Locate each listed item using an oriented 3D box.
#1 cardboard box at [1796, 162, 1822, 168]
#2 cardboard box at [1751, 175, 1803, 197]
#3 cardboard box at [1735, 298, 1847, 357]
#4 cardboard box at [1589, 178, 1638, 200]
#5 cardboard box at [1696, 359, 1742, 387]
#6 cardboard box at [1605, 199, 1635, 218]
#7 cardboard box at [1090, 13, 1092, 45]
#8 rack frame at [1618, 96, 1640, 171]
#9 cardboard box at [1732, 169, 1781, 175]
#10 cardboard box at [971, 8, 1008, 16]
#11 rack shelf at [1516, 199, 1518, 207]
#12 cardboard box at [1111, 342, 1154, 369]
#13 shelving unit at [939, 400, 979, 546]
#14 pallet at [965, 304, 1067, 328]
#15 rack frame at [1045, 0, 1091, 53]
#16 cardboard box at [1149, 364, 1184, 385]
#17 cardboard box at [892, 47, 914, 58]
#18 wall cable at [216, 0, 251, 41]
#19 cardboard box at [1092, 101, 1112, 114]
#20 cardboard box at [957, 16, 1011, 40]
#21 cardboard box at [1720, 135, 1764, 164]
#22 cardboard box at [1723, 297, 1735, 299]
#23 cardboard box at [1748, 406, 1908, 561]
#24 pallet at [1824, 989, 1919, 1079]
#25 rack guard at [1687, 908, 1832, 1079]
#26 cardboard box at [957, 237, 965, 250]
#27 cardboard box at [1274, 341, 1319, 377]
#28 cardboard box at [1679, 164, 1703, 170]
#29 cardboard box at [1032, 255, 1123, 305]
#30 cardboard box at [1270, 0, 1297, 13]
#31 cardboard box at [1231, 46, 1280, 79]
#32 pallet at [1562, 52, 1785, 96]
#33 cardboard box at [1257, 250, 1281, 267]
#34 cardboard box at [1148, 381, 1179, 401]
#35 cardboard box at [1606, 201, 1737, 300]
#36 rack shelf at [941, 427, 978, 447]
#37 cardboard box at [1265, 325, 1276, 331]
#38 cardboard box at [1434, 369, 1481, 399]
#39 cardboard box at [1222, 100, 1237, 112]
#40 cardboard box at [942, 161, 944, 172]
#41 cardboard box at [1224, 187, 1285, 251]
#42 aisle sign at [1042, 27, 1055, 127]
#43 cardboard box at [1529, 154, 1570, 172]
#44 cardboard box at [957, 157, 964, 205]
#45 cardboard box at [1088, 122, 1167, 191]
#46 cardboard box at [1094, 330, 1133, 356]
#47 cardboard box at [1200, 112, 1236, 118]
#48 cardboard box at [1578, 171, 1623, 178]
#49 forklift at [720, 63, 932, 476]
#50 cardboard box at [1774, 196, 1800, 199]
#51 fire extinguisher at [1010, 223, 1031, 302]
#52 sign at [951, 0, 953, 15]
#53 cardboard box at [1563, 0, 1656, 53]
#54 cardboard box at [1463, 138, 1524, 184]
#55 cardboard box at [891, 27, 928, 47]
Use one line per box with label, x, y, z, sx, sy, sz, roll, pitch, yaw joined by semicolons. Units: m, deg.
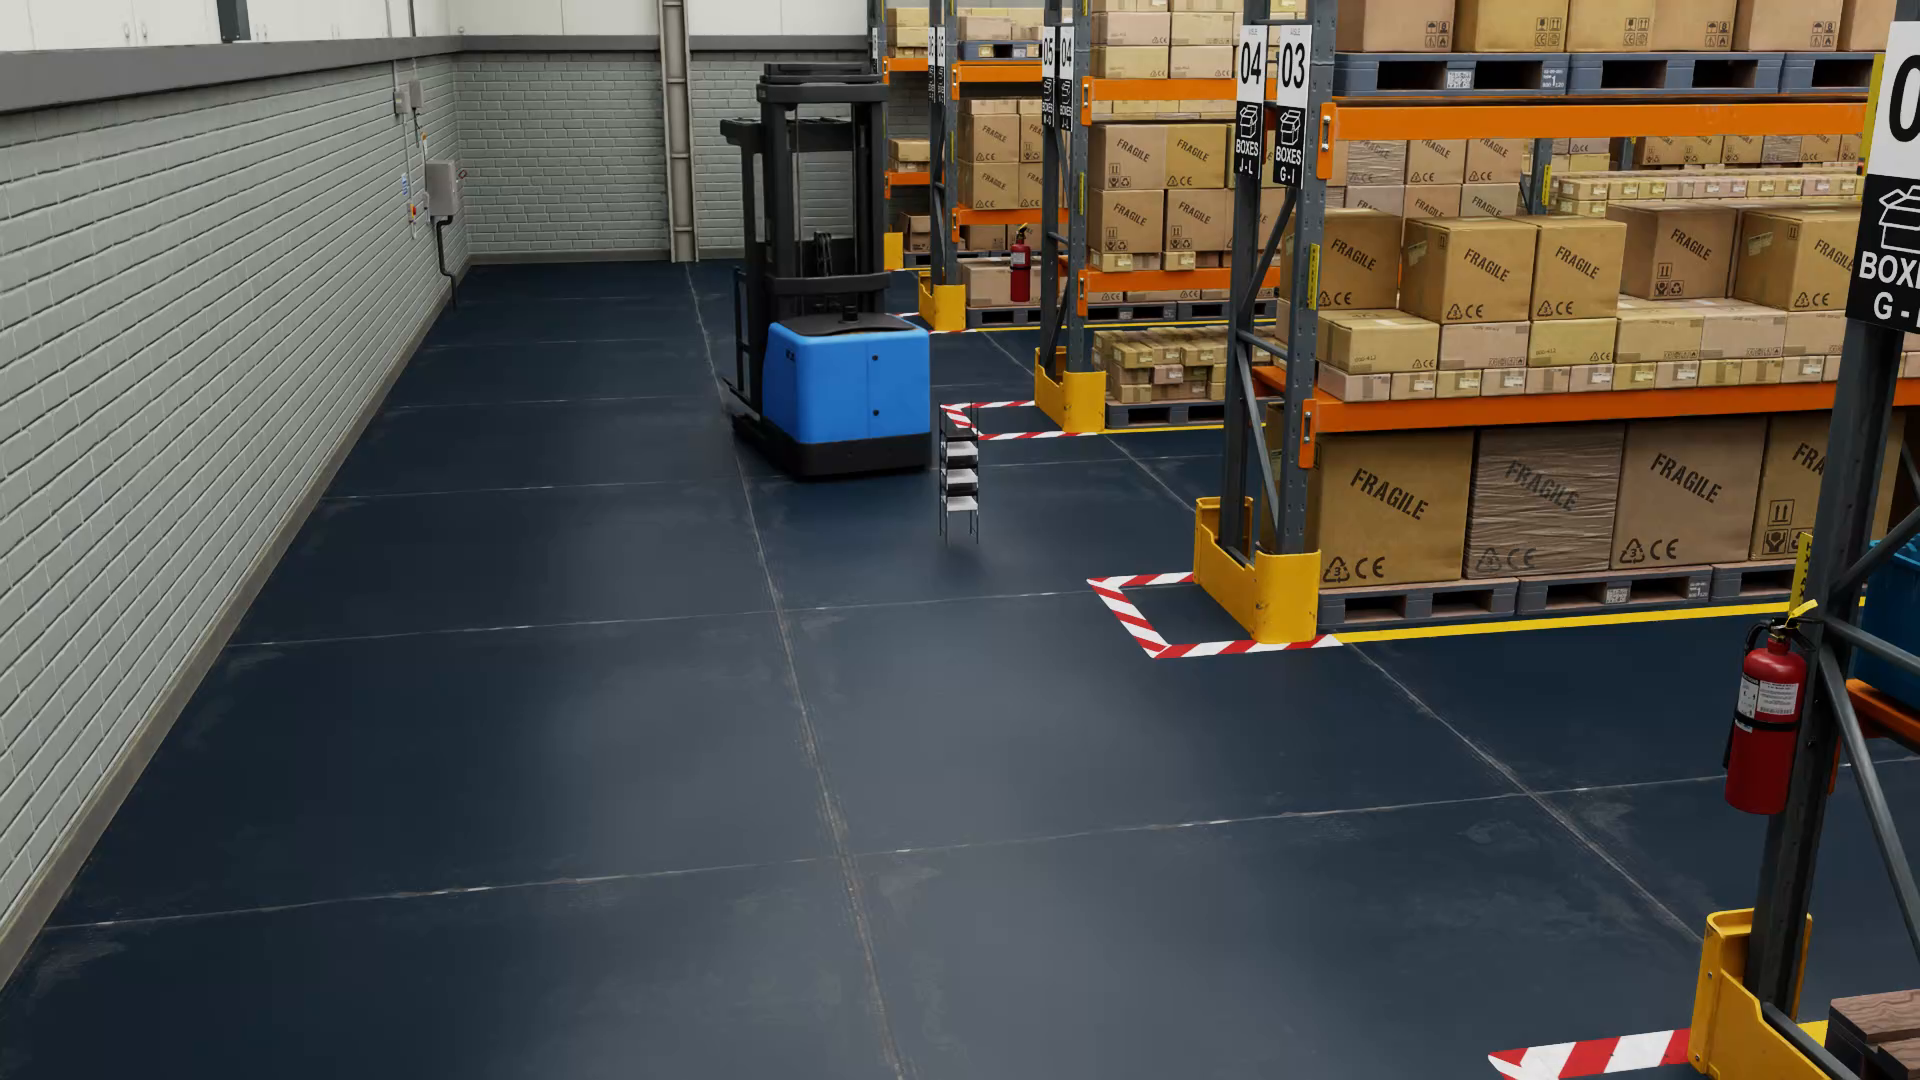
cardboard box;10.140;-4.491;20.039;0.250;0.149;0.380;-3;17;-10
cardboard box;7.044;-3.062;14.371;0.250;0.149;0.380;-2;17;-8
cardboard box;4.731;-1.210;9.391;0.500;0.250;0.500;-3;17;-9
cardboard box;5.527;-2.976;14.093;0.250;0.149;0.380;-3;17;-9
cardboard box;4.123;-0.966;9.276;0.250;0.149;0.380;-4;17;-11
cardboard box;5.509;-2.832;14.129;0.250;0.149;0.380;-4;17;-12
cardboard box;1.257;-4.182;13.614;0.500;0.250;0.500;-4;17;-12
rack frame;7.670;-4.349;19.862;0.127;3.000;1.000;-3;17;-10
cardboard box;7.187;-3.264;15.030;0.250;0.149;0.380;-2;17;-8
cardboard box;0.346;-7.084;22.557;0.500;0.250;0.500;-4;17;-11
rack shelf;5.706;-3.894;19.605;4.000;0.370;1.077;-3;17;-10
cardboard box;1.432;-1.535;13.829;0.250;0.149;0.380;-4;18;-13
shelving unit;-0.008;-0.430;10.678;0.210;0.900;0.258;-3;17;-10
pallet;0.585;-2.637;19.039;1.213;0.211;1.003;-3;17;-10
rack frame;0.853;-5.350;12.903;0.127;3.000;1.000;-3;17;-10
cardboard box;1.696;-1.416;13.947;0.250;0.149;0.380;-3;17;-11
cardboard box;-0.773;-6.598;22.505;0.250;0.149;0.380;-3;17;-9
wall cable;-4.511;-6.131;9.966;0.120;5.999;2.277;-3;17;-10
cardboard box;1.492;-4.747;18.180;0.250;0.149;0.380;-3;17;-10
cardboard box;0.240;-5.565;18.082;0.500;0.250;0.500;-5;18;-16
cardboard box;9.186;-4.760;19.810;0.500;0.500;0.500;-3;17;-10
cardboard box;4.622;-1.363;9.889;0.500;0.250;0.500;-3;17;-11
cardboard box;4.959;-0.441;10.041;0.875;0.875;0.875;-3;17;-10
pallet;3.451;1.680;4.984;1.213;0.211;1.003;-3;17;-10
rack guard;2.613;1.581;4.812;0.348;0.500;1.175;-3;17;-10
cardboard box;-0.088;-4.191;23.489;0.250;0.149;0.380;-4;18;-13
cardboard box;1.982;-1.041;9.520;0.250;0.149;0.380;-3;17;-9
cardboard box;8.585;-4.402;19.748;0.250;0.149;0.380;-4;18;-14
cardboard box;1.341;-2.998;19.113;0.875;0.438;0.875;-3;17;-9
cardboard box;2.497;-4.275;13.236;0.250;0.149;0.380;-3;17;-9
cardboard box;2.363;-3.856;13.404;0.500;0.250;0.500;-4;17;-12
pallet;3.621;-2.551;9.051;1.213;0.211;1.003;-3;17;-10
cardboard box;2.497;-2.379;13.875;0.250;0.149;0.380;-4;17;-12
cardboard box;1.670;-1.295;14.059;0.250;0.149;0.380;-3;17;-11
cardboard box;4.108;-1.690;9.676;0.500;0.500;0.500;-4;17;-12
rack shelf;-0.008;-0.656;10.609;0.200;0.077;0.258;-3;17;-10
cardboard box;2.864;-1.788;14.651;0.250;0.149;0.380;-3;17;-10
cardboard box;2.609;-0.880;8.996;0.250;0.149;0.380;-4;17;-12
cardboard box;2.974;-4.859;18.543;0.250;0.149;0.380;-3;17;-10
cardboard box;-0.263;-5.205;23.078;0.250;0.149;0.380;-3;17;-11
cardboard box;2.350;-2.678;13.745;0.500;0.500;0.500;-3;17;-10
aisle sign;0.724;-3.807;13.670;0.004;0.787;0.394;-3;17;-10
cardboard box;6.739;-4.386;19.388;0.500;0.250;0.500;-4;17;-12
cardboard box;0.238;-4.054;18.732;0.500;0.500;0.500;-3;17;-10
cardboard box;1.344;-3.098;13.411;0.500;0.500;0.500;-3;17;-11
cardboard box;1.325;-1.707;14.387;0.250;0.149;0.380;-3;17;-10
cardboard box;2.832;-4.520;18.546;0.500;0.500;0.500;-3;17;-11
cardboard box;5.655;-3.177;14.747;0.250;0.149;0.380;-4;17;-12
forklift;-1.226;-2.257;13.170;1.130;2.935;3.031;-7;18;-21
cardboard box;7.043;-2.919;14.413;0.250;0.149;0.380;-3;17;-9
fire extinguisher;0.518;-2.386;14.237;0.183;0.674;0.296;-3;17;-10
sign;-0.086;-5.633;17.309;0.005;0.325;0.100;-3;17;-10
cardboard box;3.269;-2.860;8.851;0.500;0.500;0.700;-4;18;-14
cardboard box;4.370;-3.269;13.965;0.500;0.500;0.500;-4;17;-12
cardboard box;-0.643;-6.784;22.431;0.500;0.250;0.500;-3;17;-11
